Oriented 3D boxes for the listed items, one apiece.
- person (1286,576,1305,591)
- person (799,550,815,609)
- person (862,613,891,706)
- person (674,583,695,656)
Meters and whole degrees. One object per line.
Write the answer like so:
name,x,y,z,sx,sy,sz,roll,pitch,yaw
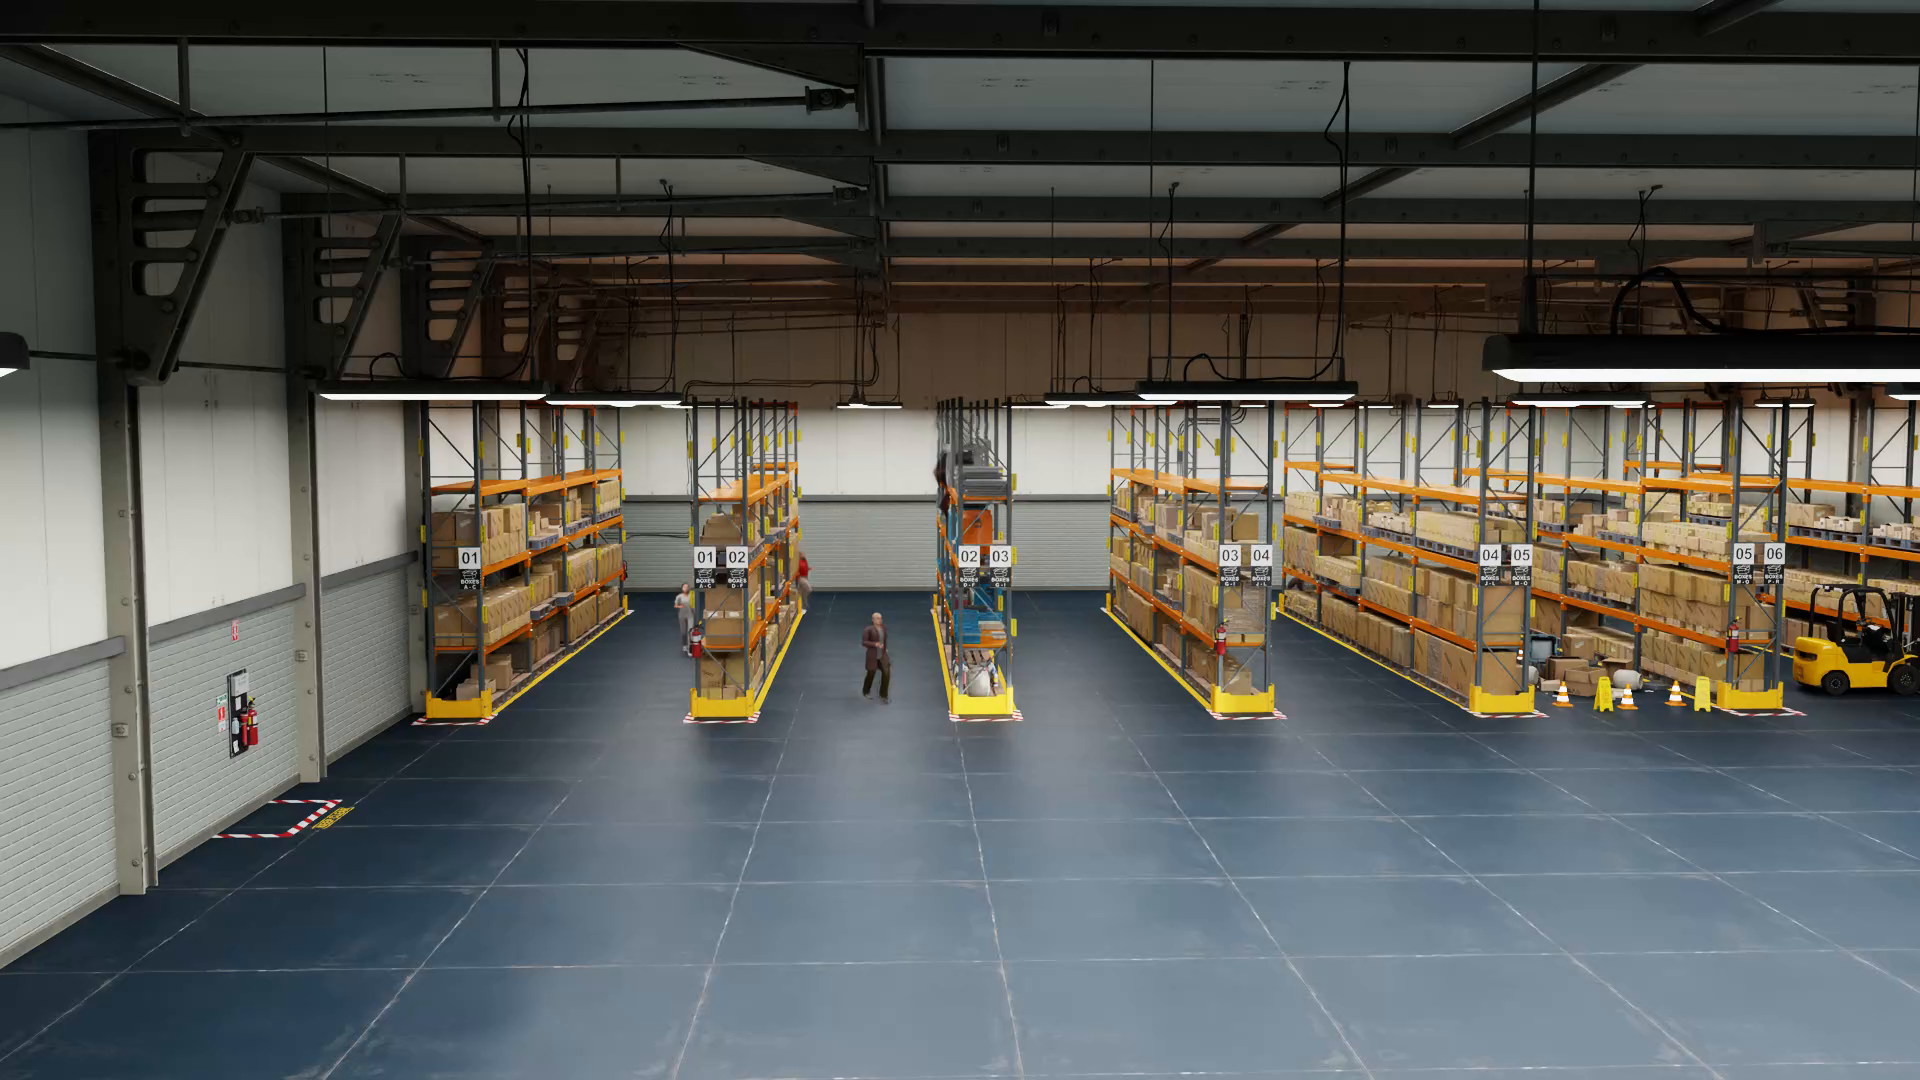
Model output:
person,9.949,1.109,48.938,0.714,1.745,0.731,1,5,17
person,-4.576,1.168,48.321,0.714,1.751,0.666,1,5,15
person,-1.656,2.373,32.583,0.640,1.743,0.907,-2,5,-28
person,-6.446,1.845,39.145,0.559,1.683,0.904,-1,5,-12
